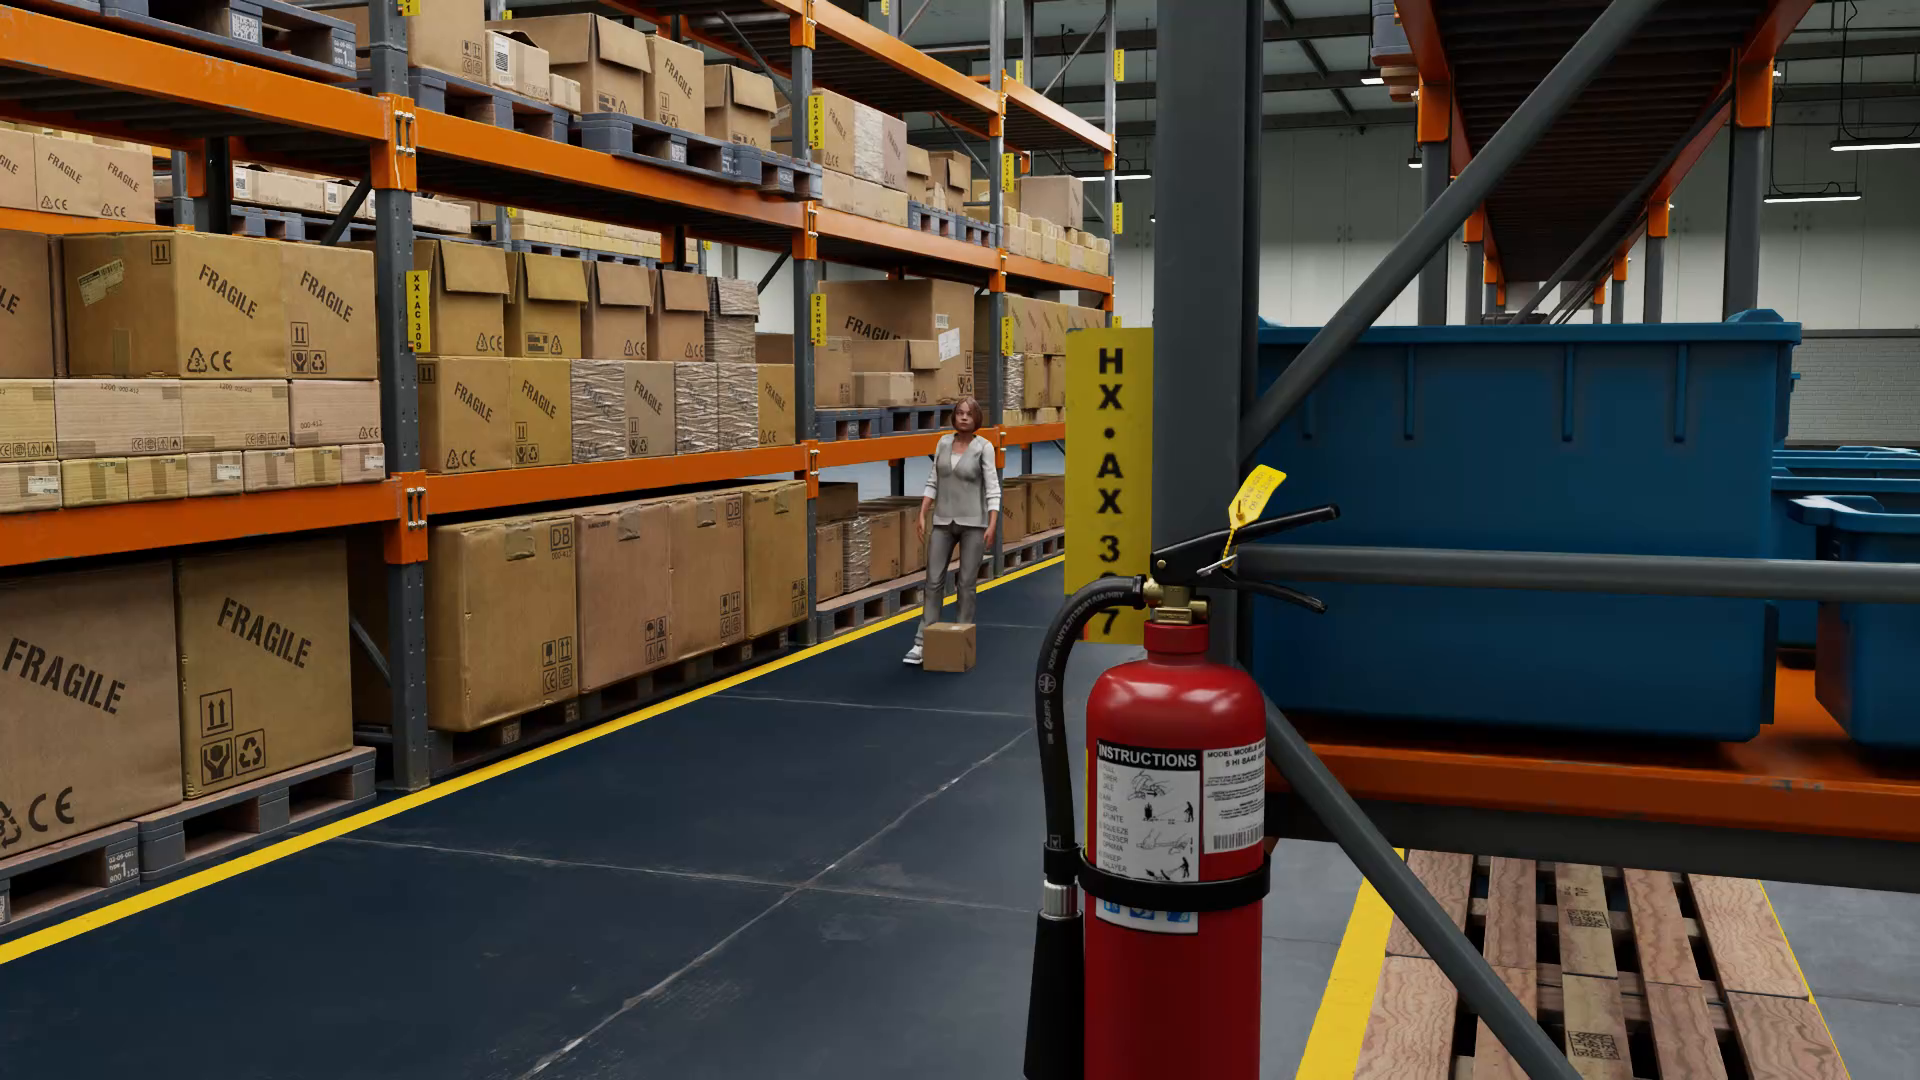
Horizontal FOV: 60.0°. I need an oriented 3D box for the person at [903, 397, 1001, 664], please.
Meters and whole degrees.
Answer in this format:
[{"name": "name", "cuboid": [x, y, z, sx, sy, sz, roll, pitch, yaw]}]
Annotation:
[{"name": "person", "cuboid": [-0.036, -0.059, 9.983, 0.520, 1.596, 0.475, 2, 6, 19]}]
